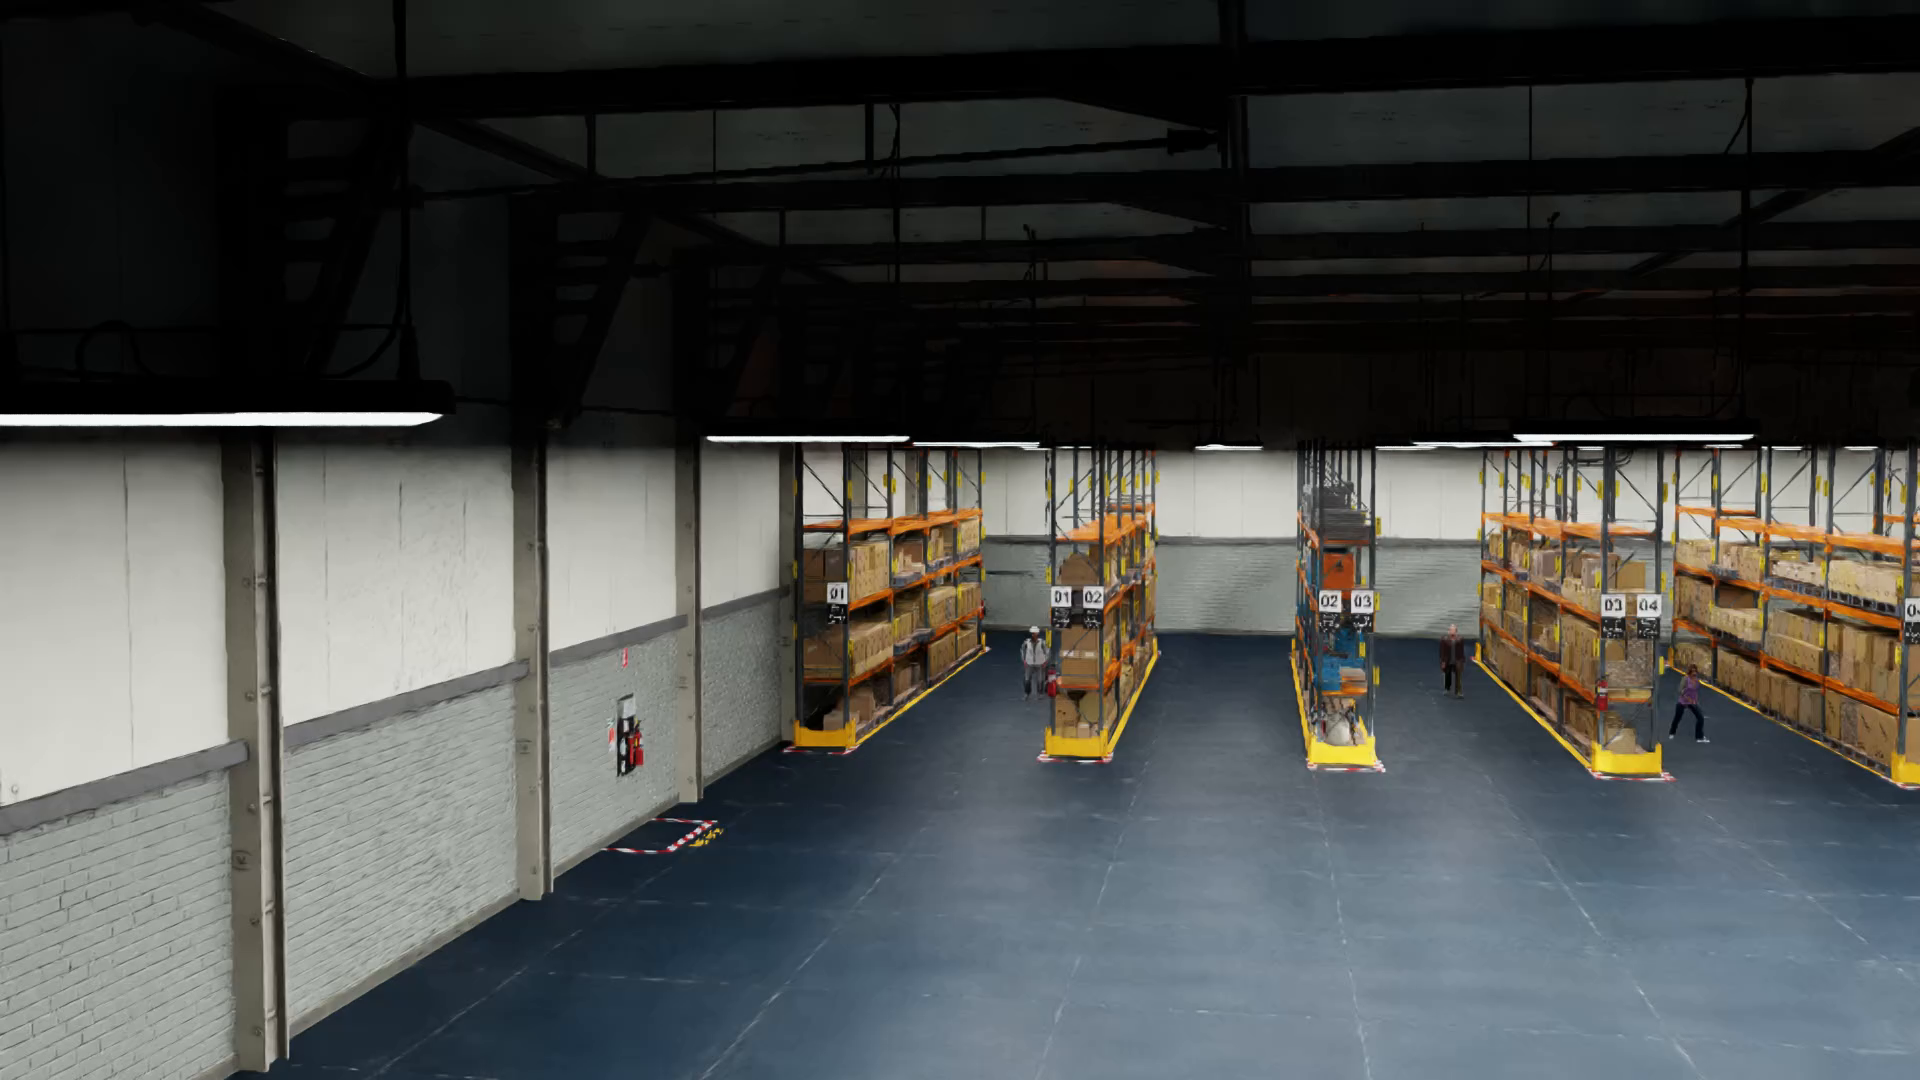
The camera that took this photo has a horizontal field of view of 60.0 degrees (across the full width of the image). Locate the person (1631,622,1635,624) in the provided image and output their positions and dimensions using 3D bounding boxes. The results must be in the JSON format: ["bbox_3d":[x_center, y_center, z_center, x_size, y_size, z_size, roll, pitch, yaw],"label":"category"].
[{"bbox_3d":[18.784,2.399,46.788,0.699,1.718,0.553,-1,3,-18],"label":"person"}]

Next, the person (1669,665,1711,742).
[{"bbox_3d":[14.392,3.207,32.860,0.569,1.530,0.774,0,3,-8],"label":"person"}]

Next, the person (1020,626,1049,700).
[{"bbox_3d":[1.725,2.836,38.400,0.677,1.726,0.574,0,3,8],"label":"person"}]

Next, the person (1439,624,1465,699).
[{"bbox_3d":[11.456,2.807,38.703,0.598,1.698,1.193,1,3,12],"label":"person"}]
